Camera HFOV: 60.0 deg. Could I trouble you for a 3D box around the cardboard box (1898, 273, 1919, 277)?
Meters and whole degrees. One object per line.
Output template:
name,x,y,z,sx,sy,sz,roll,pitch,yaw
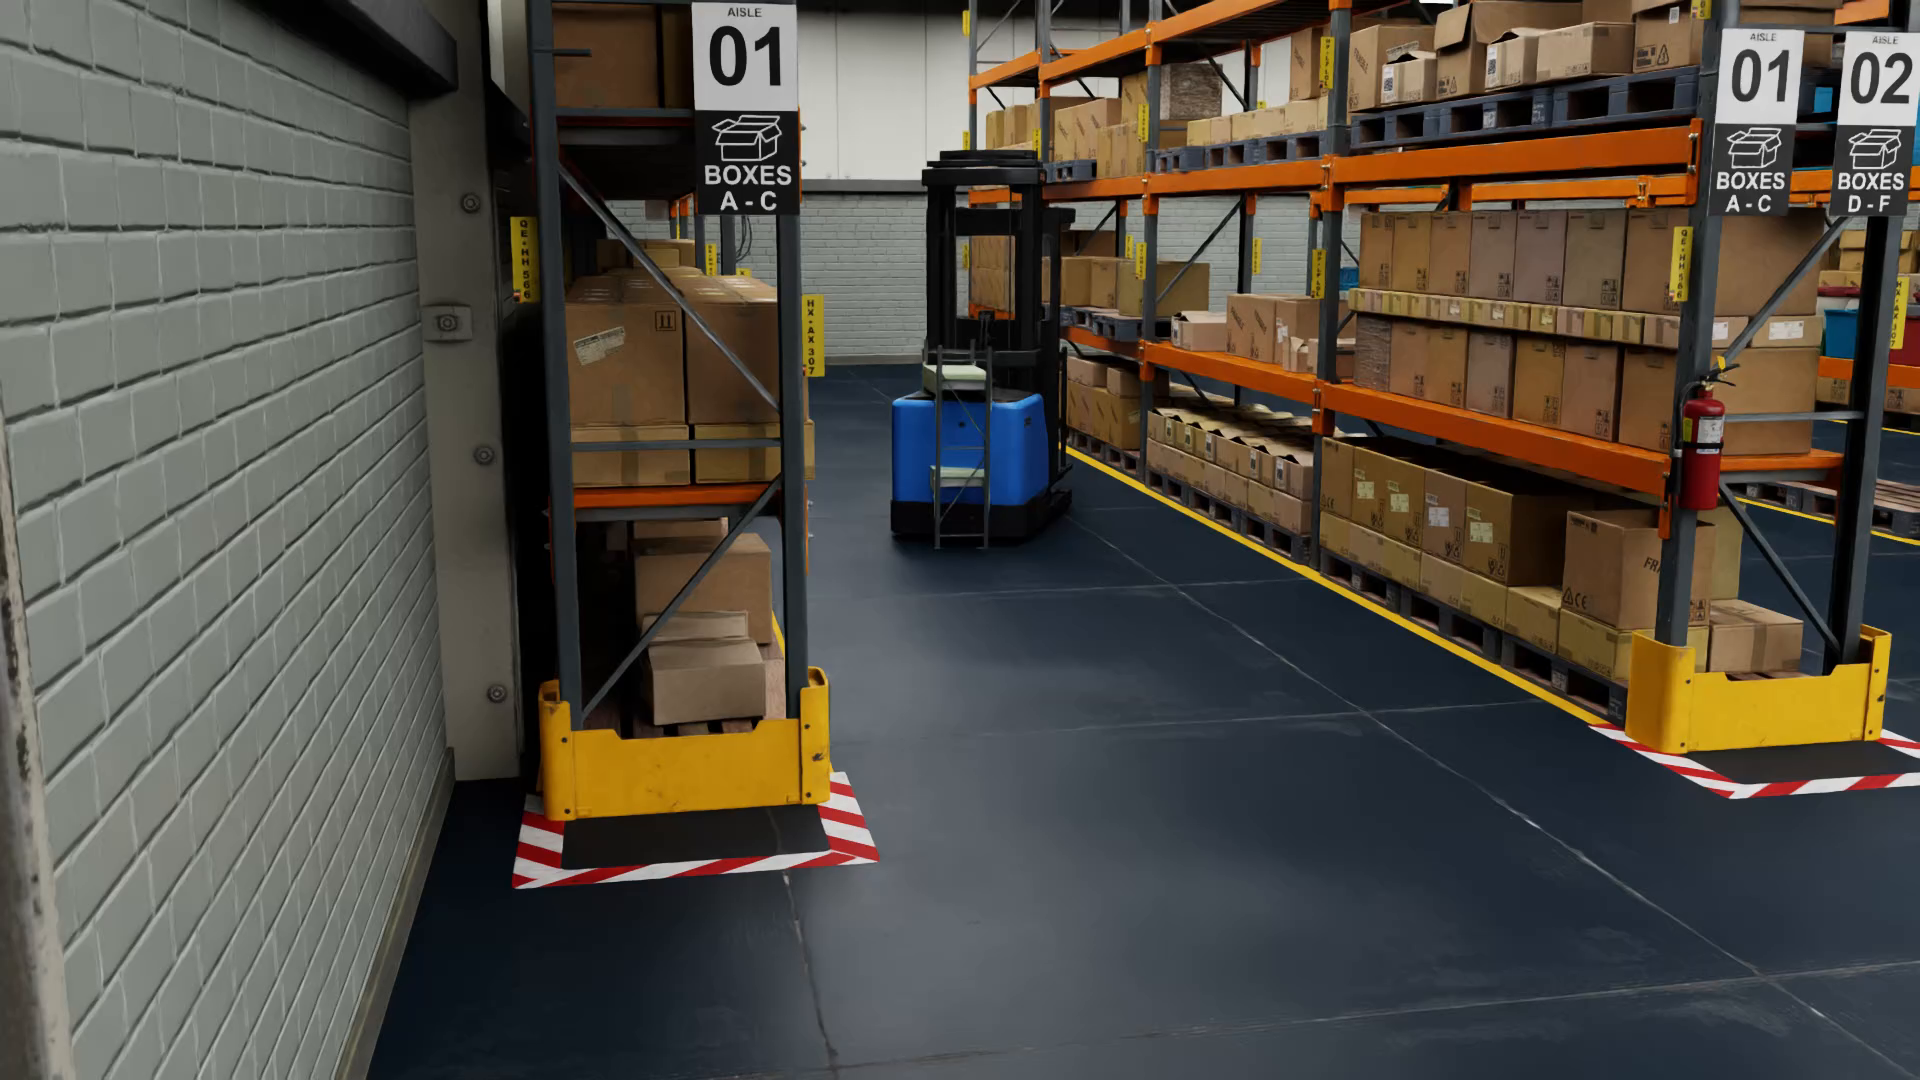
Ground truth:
cardboard box,11.155,-2.886,19.571,0.500,0.500,0.500,-2,11,-12

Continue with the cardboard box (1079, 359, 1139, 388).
cardboard box,1.545,-1.739,17.312,0.500,0.250,0.500,-2,11,-12

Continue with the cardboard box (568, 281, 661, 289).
cardboard box,-1.830,-1.131,8.959,0.500,0.500,0.500,-2,11,-9

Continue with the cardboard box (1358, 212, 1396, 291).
cardboard box,3.046,-1.893,10.883,0.700,0.500,0.500,-2,11,-11

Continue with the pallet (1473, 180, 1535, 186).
pallet,6.505,-4.175,19.092,1.213,0.211,1.003,-2,11,-11

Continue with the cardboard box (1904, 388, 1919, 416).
cardboard box,11.614,-1.835,18.873,1.225,0.875,0.875,-2,11,-11

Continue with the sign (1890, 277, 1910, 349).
sign,4.277,-1.037,7.598,0.100,0.325,0.005,-2,11,-11

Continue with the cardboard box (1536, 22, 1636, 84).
cardboard box,3.249,-2.431,8.326,0.500,0.250,0.500,-2,11,-11

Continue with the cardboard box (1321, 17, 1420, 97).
cardboard box,2.872,-3.377,11.666,0.500,0.500,0.500,-2,11,-10

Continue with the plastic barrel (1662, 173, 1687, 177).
plastic barrel,6.795,-3.661,15.589,0.421,0.512,0.421,0,11,0

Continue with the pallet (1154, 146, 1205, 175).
pallet,2.395,-3.281,14.395,1.213,0.211,1.003,-2,11,-8

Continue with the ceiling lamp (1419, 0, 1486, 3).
ceiling lamp,7.428,-10.067,25.907,2.000,3.185,0.800,-2,11,-11

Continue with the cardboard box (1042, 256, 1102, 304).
cardboard box,1.270,-2.915,18.601,0.700,0.500,0.500,-6,12,-30

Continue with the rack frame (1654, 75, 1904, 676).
rack frame,3.732,-0.554,7.586,1.000,3.000,0.127,-2,11,-11

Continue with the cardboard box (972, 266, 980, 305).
cardboard box,0.447,-3.447,22.516,0.500,0.500,0.500,-2,11,-10

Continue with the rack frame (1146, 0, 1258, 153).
rack frame,2.176,-4.969,14.734,1.000,3.000,0.127,-2,11,-11

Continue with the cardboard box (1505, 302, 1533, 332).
cardboard box,3.217,-1.223,9.095,0.380,0.149,0.250,-2,11,-9

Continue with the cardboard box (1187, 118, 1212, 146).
cardboard box,2.319,-3.546,14.563,0.500,0.250,0.500,-3,11,-15

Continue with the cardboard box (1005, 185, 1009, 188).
cardboard box,0.850,-4.418,20.264,0.500,0.250,0.500,-2,11,-11

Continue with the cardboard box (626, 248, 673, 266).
cardboard box,-2.586,-2.362,13.907,0.380,0.149,0.250,-4,11,-18

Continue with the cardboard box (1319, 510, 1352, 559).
cardboard box,2.746,-0.047,11.153,0.500,0.250,0.500,-2,11,-11

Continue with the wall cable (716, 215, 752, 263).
wall cable,-4.988,-5.780,27.301,3.097,2.526,0.112,-2,11,-11

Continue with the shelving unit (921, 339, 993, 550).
shelving unit,-0.036,-0.738,12.551,0.431,1.500,0.755,-1,11,-9

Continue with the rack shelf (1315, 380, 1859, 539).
rack shelf,3.343,-0.568,9.580,1.077,0.370,4.000,-2,11,-11

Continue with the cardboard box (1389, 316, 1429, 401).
cardboard box,3.155,-1.159,10.498,0.700,0.500,0.500,-2,11,-12

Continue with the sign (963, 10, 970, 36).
sign,0.087,-6.914,22.244,0.100,0.325,0.005,-2,11,-11

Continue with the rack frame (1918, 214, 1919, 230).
rack frame,15.222,-4.010,25.743,1.000,3.000,0.127,-2,11,-11

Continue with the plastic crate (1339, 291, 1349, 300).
plastic crate,5.317,-3.325,22.686,0.250,0.136,0.298,-2,11,-11

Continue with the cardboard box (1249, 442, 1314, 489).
cardboard box,2.486,-0.578,12.441,0.500,0.311,0.500,-2,11,-9

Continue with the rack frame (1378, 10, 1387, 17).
rack frame,5.479,-6.615,23.385,1.000,3.000,0.127,-2,11,-11

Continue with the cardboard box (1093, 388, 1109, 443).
cardboard box,1.663,-1.268,16.842,0.500,0.500,0.500,-3,11,-13

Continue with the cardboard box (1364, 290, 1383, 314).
cardboard box,2.865,-1.553,10.833,0.380,0.149,0.250,-2,11,-10

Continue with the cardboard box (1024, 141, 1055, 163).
cardboard box,1.037,-4.480,19.253,0.500,0.250,0.500,-2,11,-11

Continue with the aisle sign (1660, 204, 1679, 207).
aisle sign,10.618,-5.149,24.776,0.394,0.787,0.004,-2,11,-11

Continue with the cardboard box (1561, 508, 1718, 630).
cardboard box,3.335,0.134,8.194,0.500,0.500,0.500,-2,11,-11

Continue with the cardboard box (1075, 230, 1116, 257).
cardboard box,1.582,-3.392,19.554,0.500,0.500,0.500,-2,11,-10

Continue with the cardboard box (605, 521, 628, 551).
cardboard box,-2.064,-0.230,11.389,0.700,0.500,0.500,-2,11,-9

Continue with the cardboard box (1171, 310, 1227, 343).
cardboard box,2.204,-1.909,14.944,0.500,0.311,0.500,-1,11,-7

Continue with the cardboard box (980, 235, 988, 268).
cardboard box,0.556,-3.842,21.921,0.500,0.500,0.500,-2,11,-10

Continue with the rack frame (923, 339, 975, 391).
rack frame,-0.095,-0.806,12.906,0.400,1.500,0.023,-1,11,-9

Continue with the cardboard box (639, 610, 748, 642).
cardboard box,-1.284,0.497,8.079,0.500,0.311,0.500,-1,11,-6

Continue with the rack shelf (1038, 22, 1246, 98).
rack shelf,1.787,-4.786,16.766,1.077,0.370,4.000,-2,11,-11

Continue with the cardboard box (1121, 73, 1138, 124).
cardboard box,1.899,-4.303,16.316,0.500,0.500,0.500,-2,11,-11

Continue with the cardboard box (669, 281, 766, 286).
cardboard box,-1.319,-1.152,9.069,0.500,0.500,0.500,-2,11,-13

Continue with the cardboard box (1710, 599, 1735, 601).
cardboard box,3.745,0.392,8.844,0.500,0.250,0.500,-2,11,-11

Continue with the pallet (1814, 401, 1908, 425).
pallet,11.340,-1.606,20.570,1.003,0.211,1.213,-2,11,-11

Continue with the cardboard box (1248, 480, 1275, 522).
cardboard box,2.492,-0.302,12.490,0.500,0.250,0.500,-2,11,-12

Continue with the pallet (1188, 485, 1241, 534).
pallet,2.531,-0.276,13.582,1.003,0.211,1.213,-2,11,-11

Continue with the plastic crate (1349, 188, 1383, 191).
plastic crate,5.507,-4.821,22.147,0.504,0.338,0.767,-2,11,-11

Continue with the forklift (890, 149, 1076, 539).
forklift,0.328,-1.682,13.692,1.130,2.935,3.031,3,11,14

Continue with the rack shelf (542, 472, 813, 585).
rack shelf,-1.516,-0.387,8.630,1.077,0.370,4.000,-2,11,-11
